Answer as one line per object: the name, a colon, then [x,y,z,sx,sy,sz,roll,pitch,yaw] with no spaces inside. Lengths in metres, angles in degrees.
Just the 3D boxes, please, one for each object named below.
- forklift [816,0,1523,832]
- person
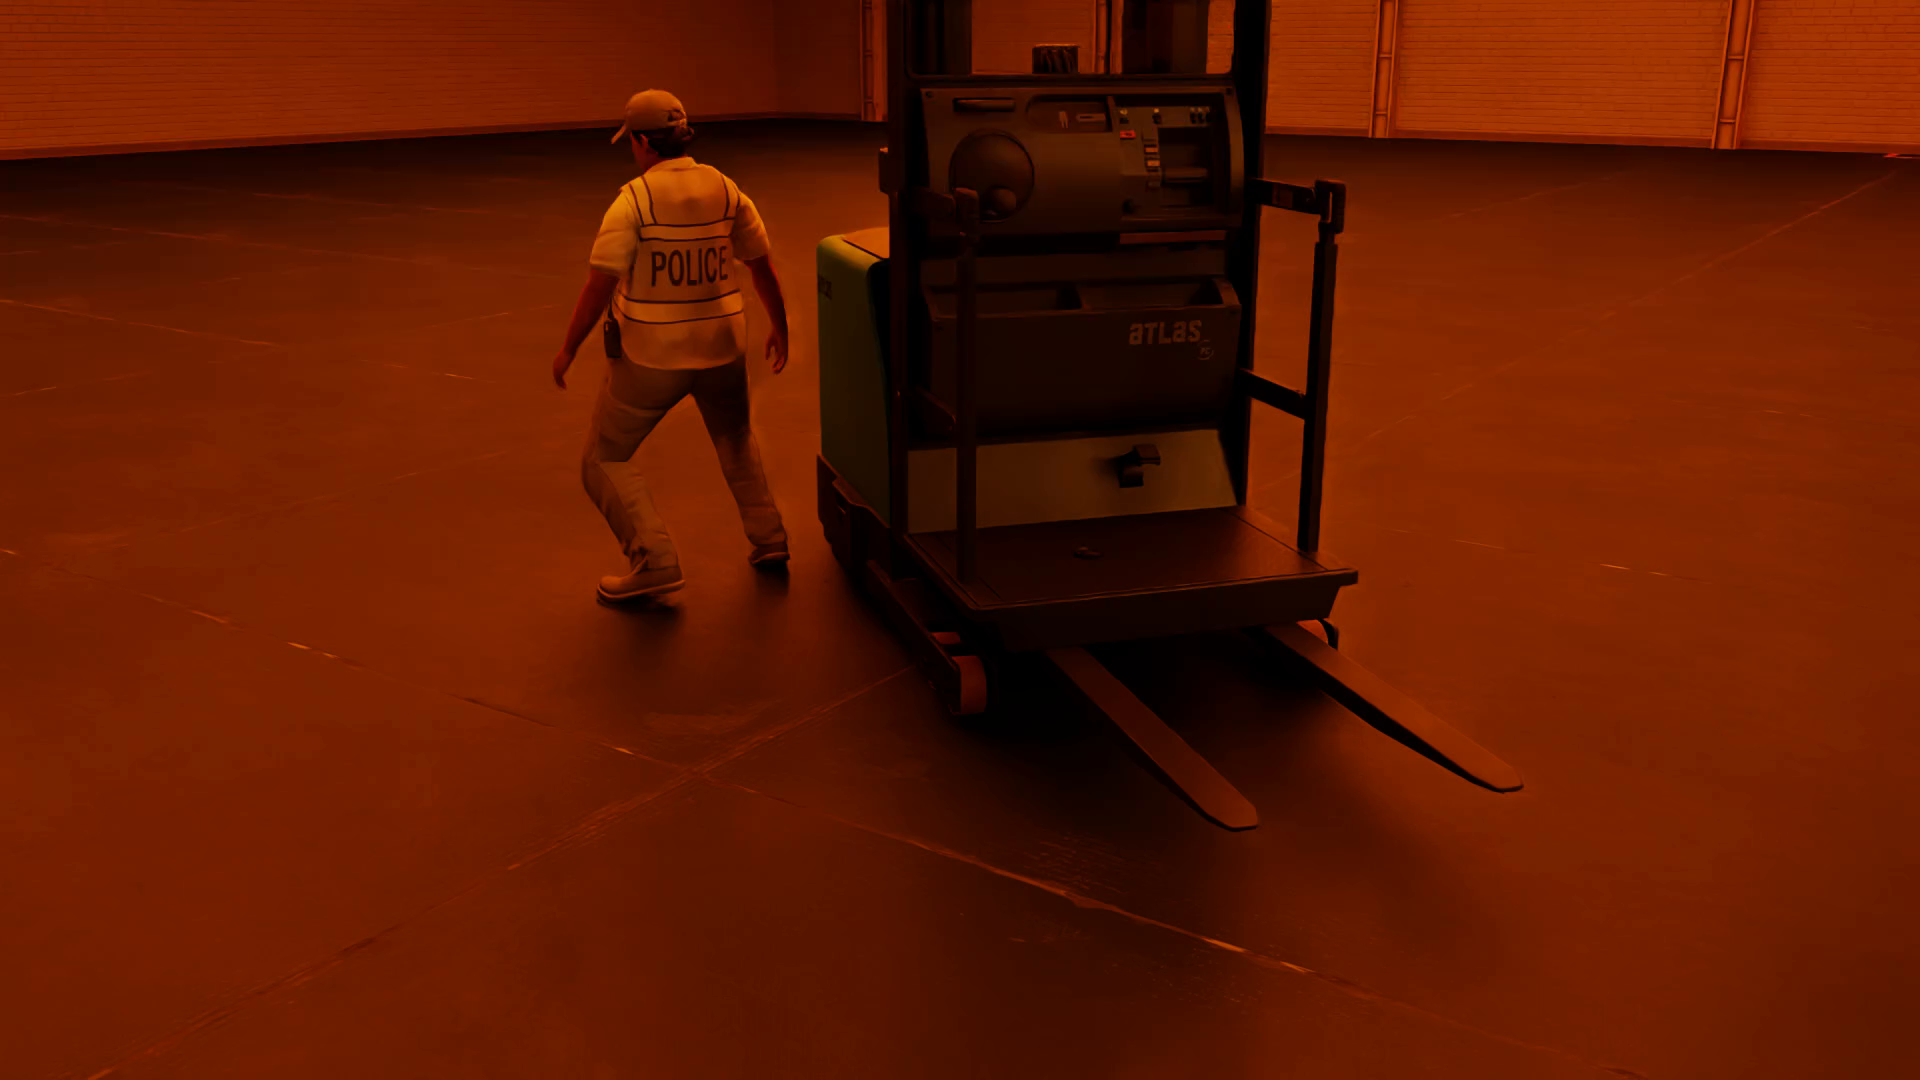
forklift: [0.411,-1.064,4.392,1.130,2.935,3.031,-5,17,-16]
person: [-0.889,-0.609,5.320,0.783,1.614,0.482,-10,19,-30]
